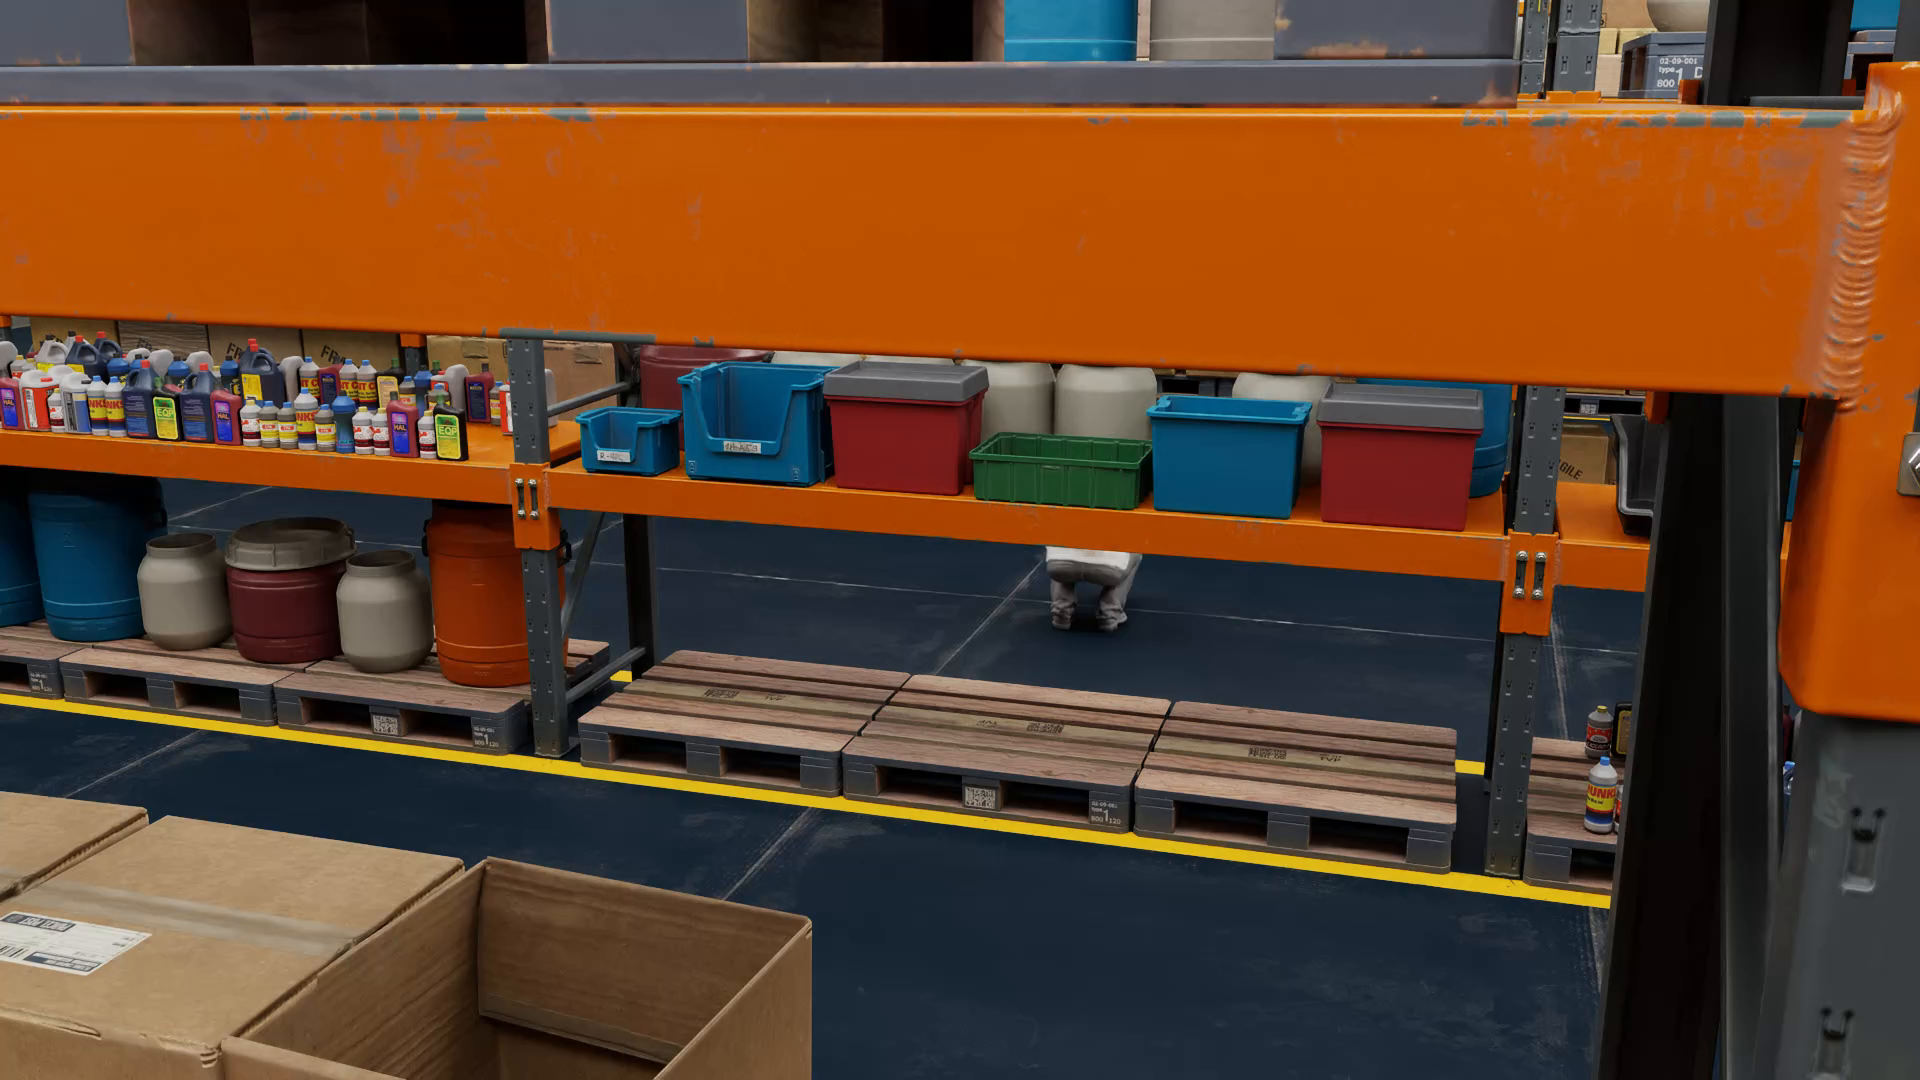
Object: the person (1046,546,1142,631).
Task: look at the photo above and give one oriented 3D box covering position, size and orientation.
[{"bbox_3d":[0.726,-0.050,9.143,0.518,1.020,0.851,4,15,15],"label":"person"}]
